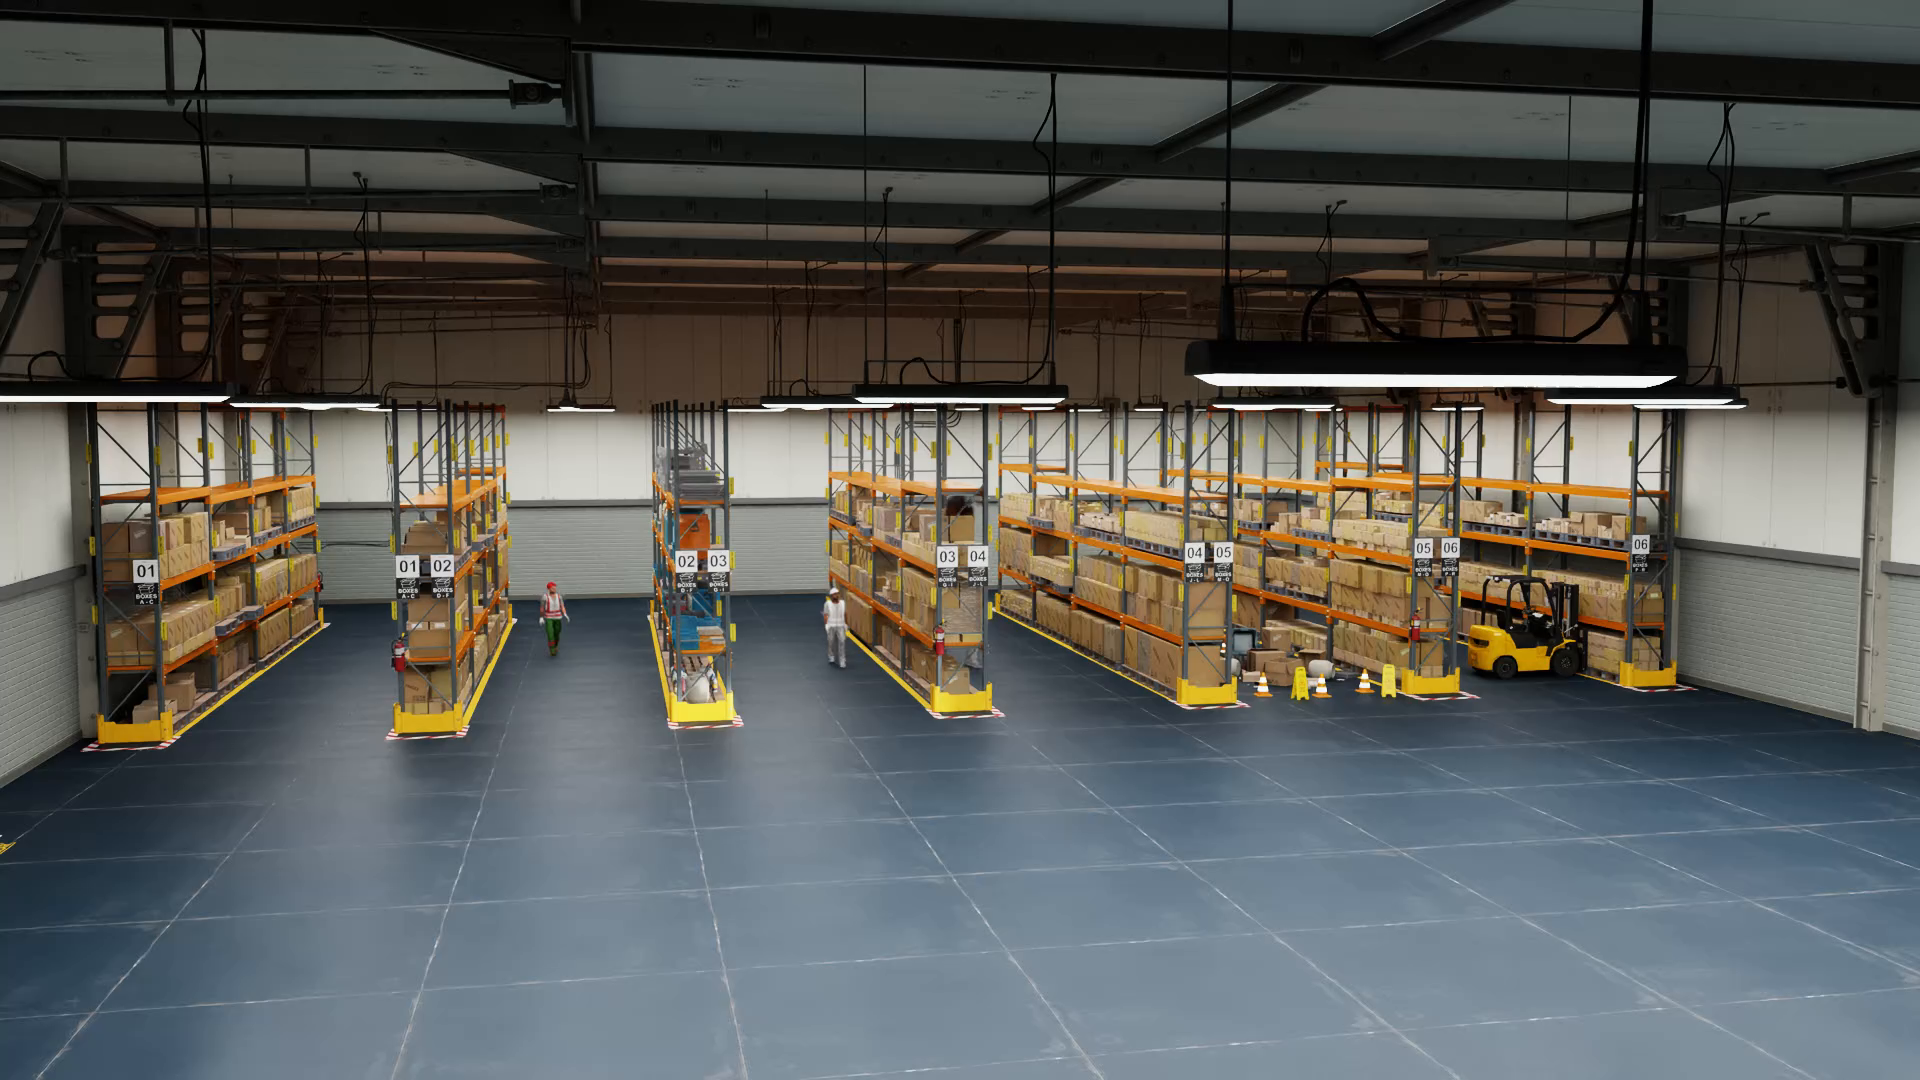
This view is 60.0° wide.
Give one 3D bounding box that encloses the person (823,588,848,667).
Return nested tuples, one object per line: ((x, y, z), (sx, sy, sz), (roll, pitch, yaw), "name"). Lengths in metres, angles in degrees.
((-2.824, 1.975, 37.961), (0.582, 1.741, 0.992), (-1, 4, -12), "person")

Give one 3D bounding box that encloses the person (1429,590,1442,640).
((10.984, 1.980, 38.580), (0.410, 1.694, 0.513), (1, 4, 13), "person")

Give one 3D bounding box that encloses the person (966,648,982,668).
((0.355, 2.008, 37.793), (0.434, 1.799, 0.601), (0, 4, 5), "person")

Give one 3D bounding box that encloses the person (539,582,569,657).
((-9.661, 1.870, 39.567), (0.667, 1.748, 1.048), (-2, 5, -22), "person")
